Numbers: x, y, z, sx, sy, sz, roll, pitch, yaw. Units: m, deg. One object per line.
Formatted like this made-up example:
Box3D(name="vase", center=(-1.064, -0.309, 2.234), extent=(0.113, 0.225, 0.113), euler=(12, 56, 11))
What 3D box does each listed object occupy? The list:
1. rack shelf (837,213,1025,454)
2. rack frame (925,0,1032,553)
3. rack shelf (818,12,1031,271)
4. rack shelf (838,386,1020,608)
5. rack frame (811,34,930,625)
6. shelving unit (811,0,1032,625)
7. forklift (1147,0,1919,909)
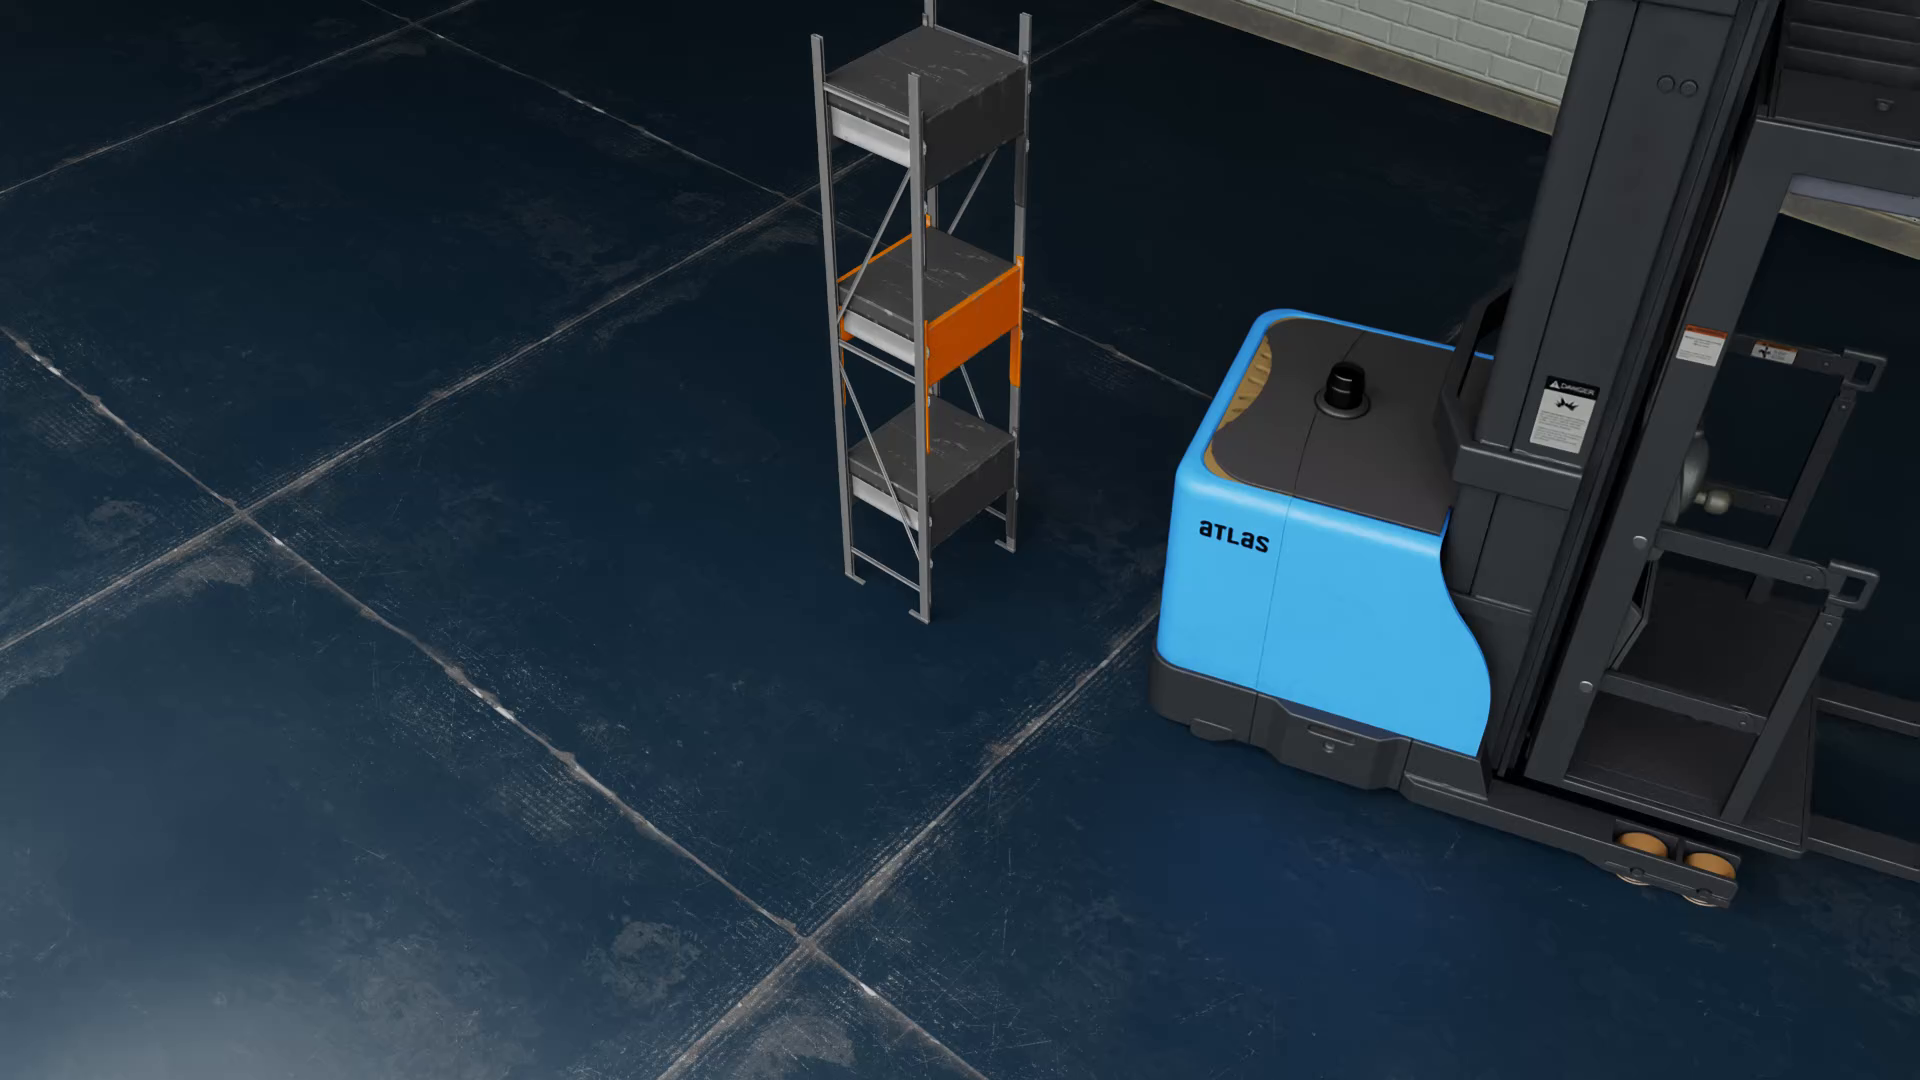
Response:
Box3D(name="rack shelf", center=(-0.107, -0.682, 5.459), extent=(0.431, 0.518, 0.480), euler=(29, 50, 28))
Box3D(name="rack frame", center=(0.051, -0.817, 5.588), extent=(0.400, 2.100, 0.015), euler=(29, 50, 28))
Box3D(name="rack shelf", center=(-0.107, -1.199, 4.988), extent=(0.431, 0.518, 0.480), euler=(29, 50, 28))
Box3D(name="rack shelf", center=(-0.107, -0.164, 5.930), extent=(0.431, 0.518, 0.480), euler=(29, 50, 28))
Box3D(name="rack frame", center=(-0.264, -0.566, 5.312), extent=(0.400, 2.100, 0.015), euler=(29, 50, 28))
Box3D(name="shelving unit", center=(-0.107, -0.692, 5.450), extent=(0.431, 2.100, 0.503), euler=(29, 50, 28))
Box3D(name="forklift", center=(2.189, -0.387, 4.497), extent=(3.031, 2.935, 1.130), euler=(16, 45, 17))
